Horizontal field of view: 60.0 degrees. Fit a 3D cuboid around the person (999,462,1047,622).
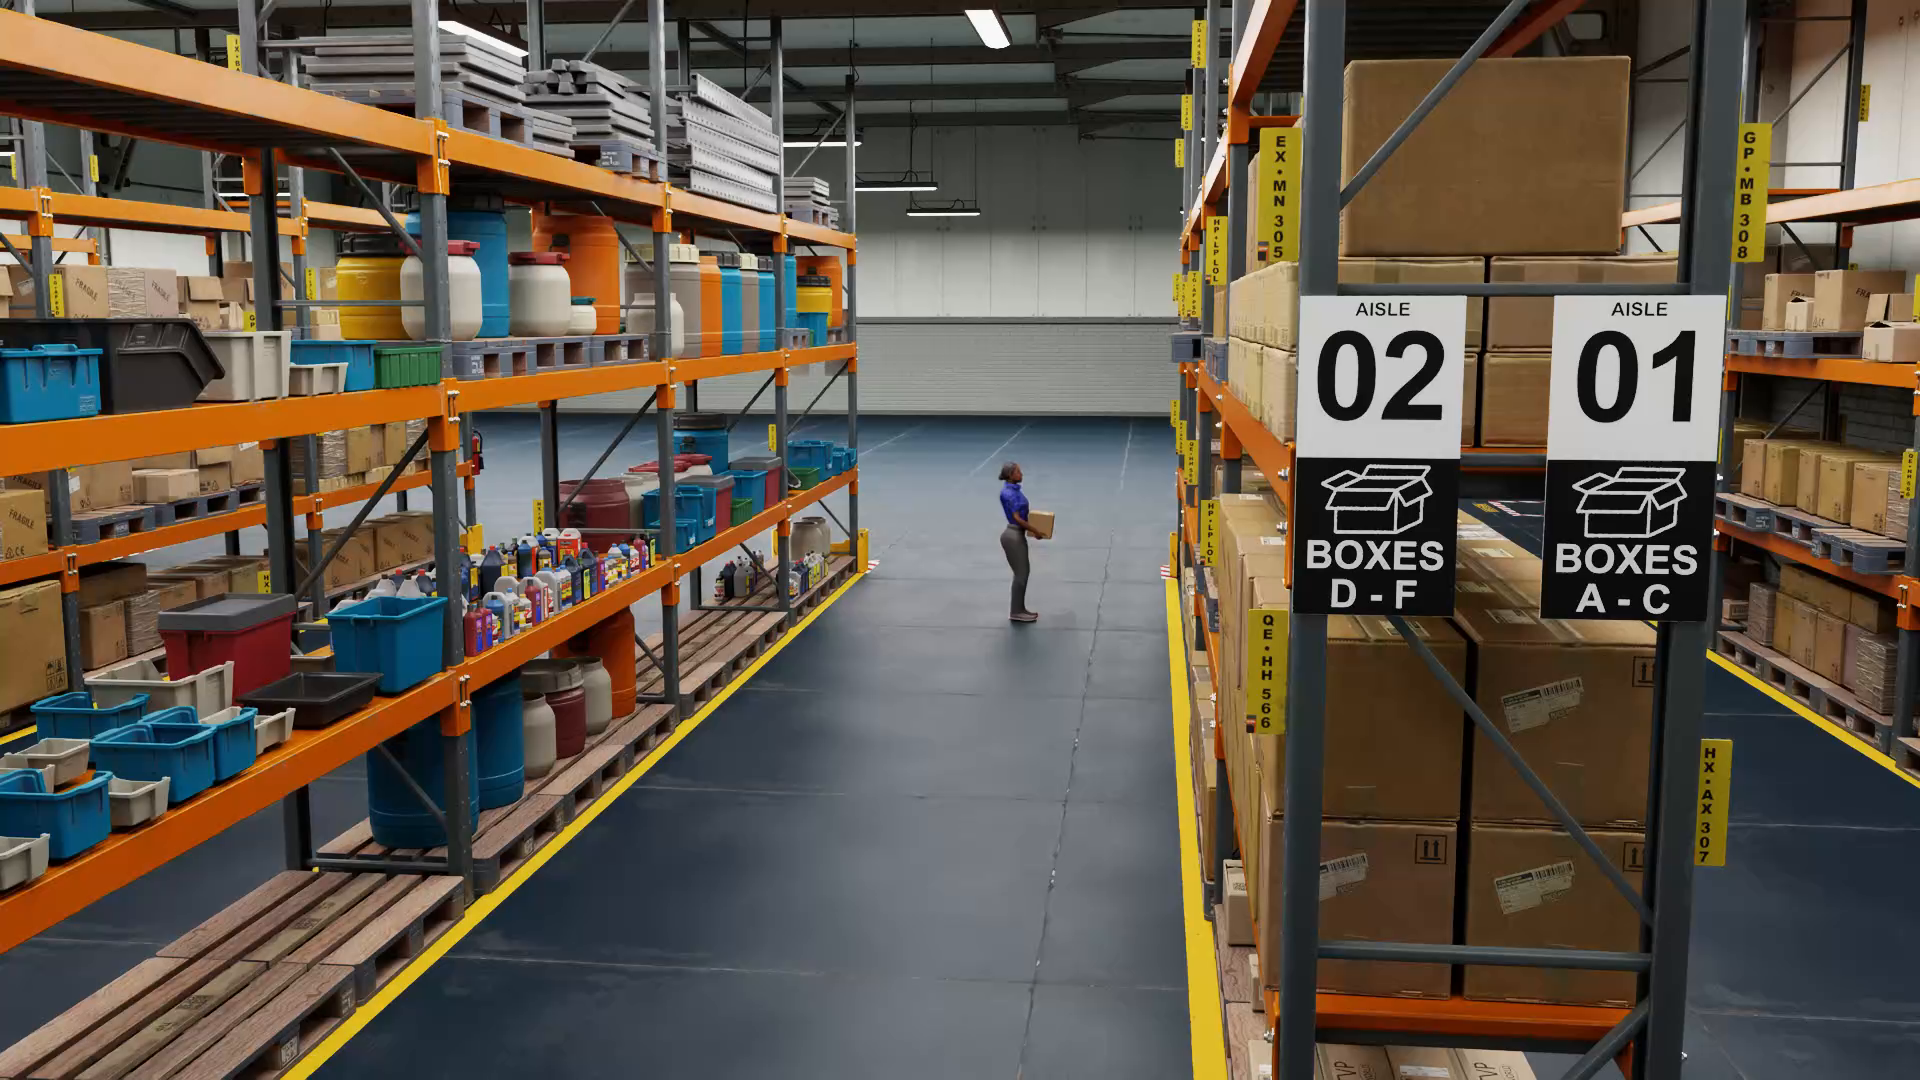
[{"bbox_3d":[0.668,0.010,17.283,0.500,1.647,0.450,1,8,7],"label":"person"}]
